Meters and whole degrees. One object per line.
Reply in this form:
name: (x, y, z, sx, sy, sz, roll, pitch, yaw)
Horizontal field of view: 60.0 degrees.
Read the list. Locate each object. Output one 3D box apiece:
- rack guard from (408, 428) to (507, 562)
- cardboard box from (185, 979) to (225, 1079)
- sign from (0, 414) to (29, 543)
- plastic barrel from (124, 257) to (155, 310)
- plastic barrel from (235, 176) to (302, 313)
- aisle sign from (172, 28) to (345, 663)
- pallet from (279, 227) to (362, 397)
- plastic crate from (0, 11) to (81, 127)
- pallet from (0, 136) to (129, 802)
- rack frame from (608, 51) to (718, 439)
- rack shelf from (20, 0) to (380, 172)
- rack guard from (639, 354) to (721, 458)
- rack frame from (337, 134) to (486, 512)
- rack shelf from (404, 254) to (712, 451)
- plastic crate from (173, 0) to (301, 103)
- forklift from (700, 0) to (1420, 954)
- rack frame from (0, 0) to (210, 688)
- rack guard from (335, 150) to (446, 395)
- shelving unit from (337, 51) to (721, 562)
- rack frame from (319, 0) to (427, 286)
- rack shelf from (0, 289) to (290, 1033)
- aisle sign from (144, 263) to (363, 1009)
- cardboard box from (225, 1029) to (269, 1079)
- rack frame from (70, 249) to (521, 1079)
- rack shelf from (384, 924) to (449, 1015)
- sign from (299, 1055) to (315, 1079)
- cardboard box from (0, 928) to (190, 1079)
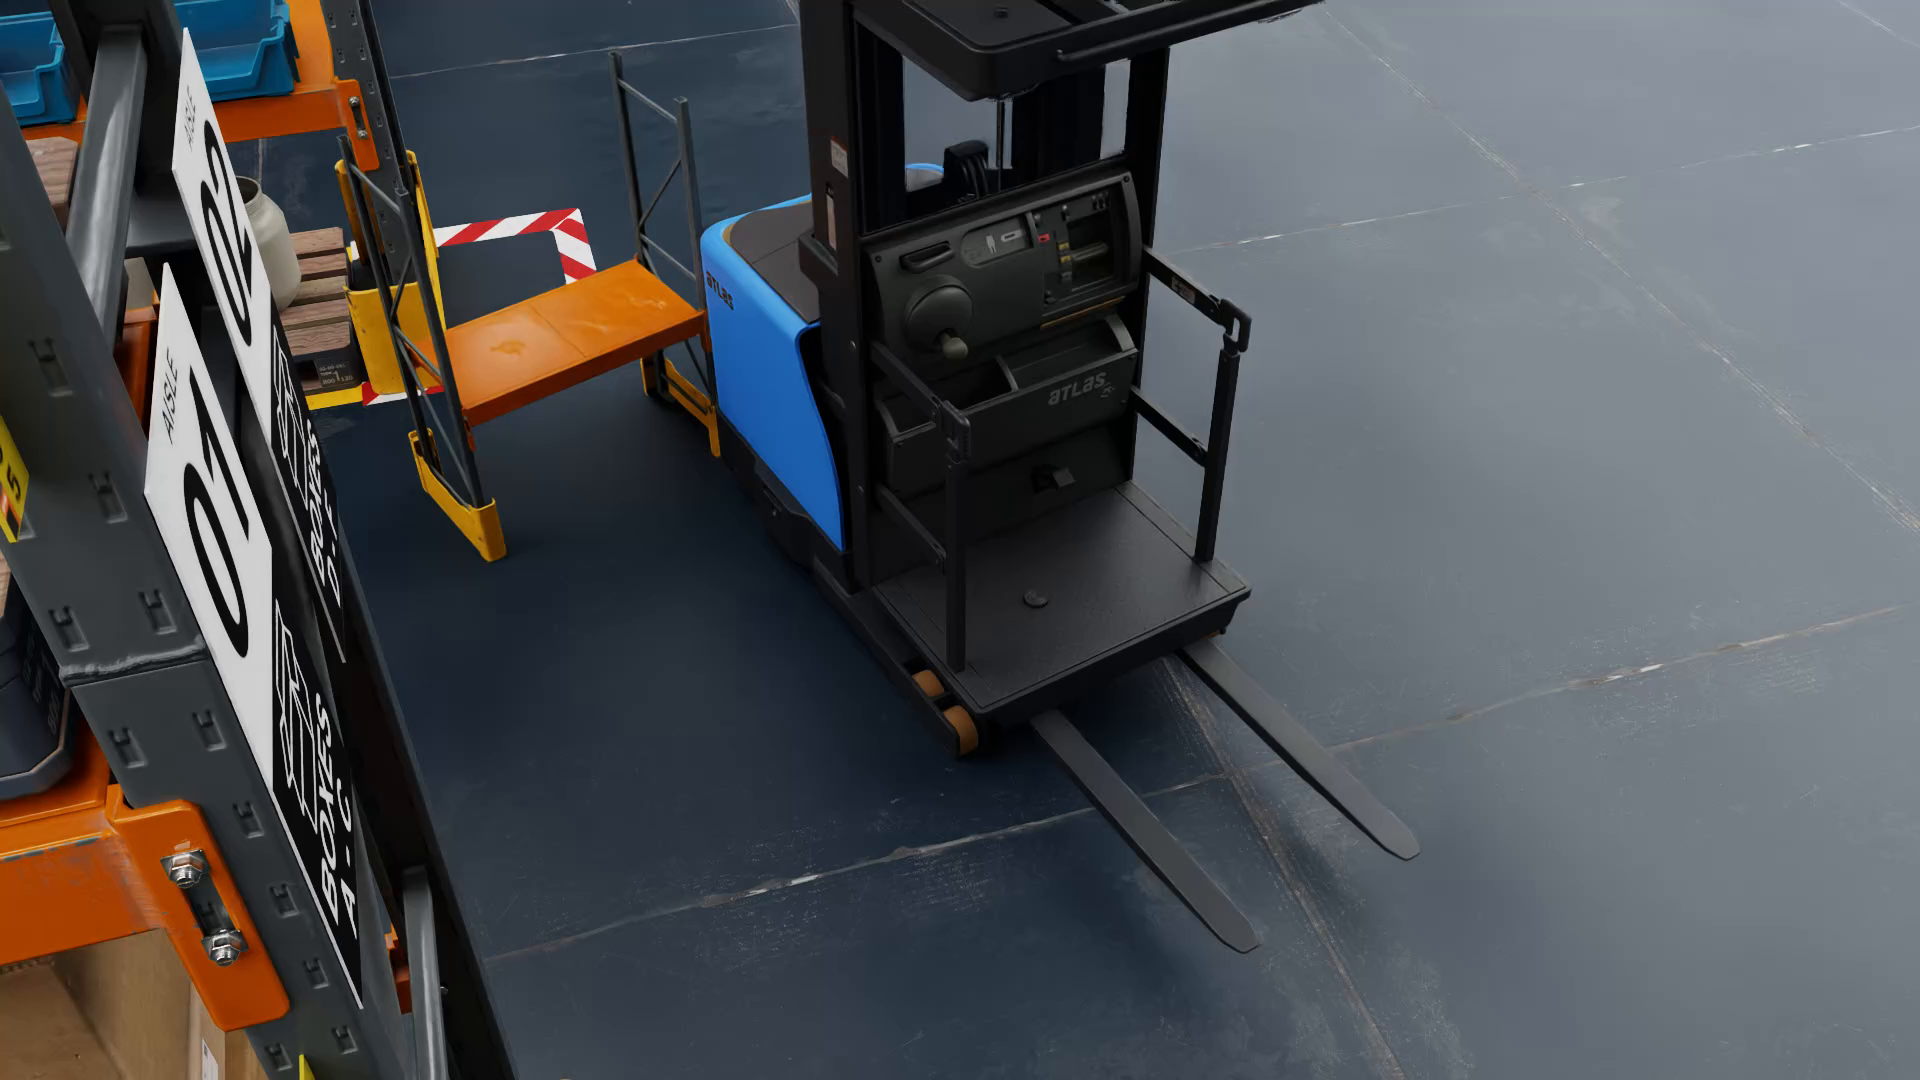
rack guard: (-1.893, -0.176, 6.261, 0.087, 0.250, 0.587, -28, 48, -28)
cardboard box: (-1.223, 0.853, 2.424, 0.250, 0.149, 0.380, -12, 43, -14)
sign: (-0.766, -0.150, 1.249, 0.005, 0.325, 0.100, -12, 42, -13)
plastic barrel: (-3.483, -1.113, 6.816, 0.421, 0.512, 0.421, 0, 41, 0)
plastic barrel: (-3.005, -1.212, 6.929, 0.421, 0.512, 0.421, 0, 41, 0)
aisle sign: (-0.945, -0.244, 2.273, 0.004, 0.787, 0.394, -12, 42, -13)
pallet: (-3.235, -0.917, 7.139, 1.213, 0.211, 1.003, -12, 42, -13)
plastic crate: (-3.408, -1.701, 6.031, 0.408, 0.251, 0.499, -12, 42, -13)
pallet: (-1.598, -0.033, 1.795, 1.213, 0.211, 1.003, -12, 42, -13)
rack frame: (-1.099, -1.063, 6.327, 0.032, 1.500, 0.500, -28, 48, -28)
rack shelf: (-4.307, -1.503, 6.237, 4.000, 0.370, 1.077, -12, 42, -13)
rack guard: (-1.114, -0.584, 6.729, 0.087, 0.250, 0.587, -28, 48, -28)
rack frame: (-1.894, -0.646, 5.849, 0.032, 1.500, 0.500, -28, 48, -28)
rack shelf: (-1.497, -0.719, 6.206, 1.000, 0.185, 0.538, -28, 48, -28)
plastic crate: (-2.787, -1.826, 6.173, 0.616, 0.251, 0.499, -12, 42, -13)
forklift: (0.266, -0.752, 4.883, 1.130, 2.935, 3.031, -22, 46, -23)
rack frame: (-0.915, -1.319, 0.920, 0.127, 3.000, 1.000, -12, 42, -13)
rack guard: (-2.458, -1.183, 7.224, 0.348, 0.500, 1.175, -12, 42, -13)
shelving unit: (-1.504, -0.851, 6.084, 1.083, 1.500, 0.587, -28, 48, -28)
rack frame: (-2.400, -2.169, 6.453, 0.127, 3.000, 1.000, -12, 42, -13)
rack shelf: (-2.823, 0.477, 1.691, 4.000, 0.370, 1.077, -12, 42, -13)
aisle sign: (-0.765, 0.133, 1.842, 0.004, 0.787, 0.394, -12, 42, -13)
cardboard box: (-1.365, 0.987, 2.765, 0.500, 0.500, 0.700, -12, 42, -13)
rack frame: (-0.915, 0.940, 2.894, 0.127, 3.000, 1.000, -12, 42, -13)
rack shelf: (-2.823, 1.606, 2.678, 4.000, 0.370, 1.077, -12, 42, -13)
sign: (-0.766, 0.758, 2.042, 0.005, 0.325, 0.100, -12, 42, -13)
cardboard box: (-1.415, 0.509, 2.326, 0.500, 0.500, 0.700, -12, 42, -13)
